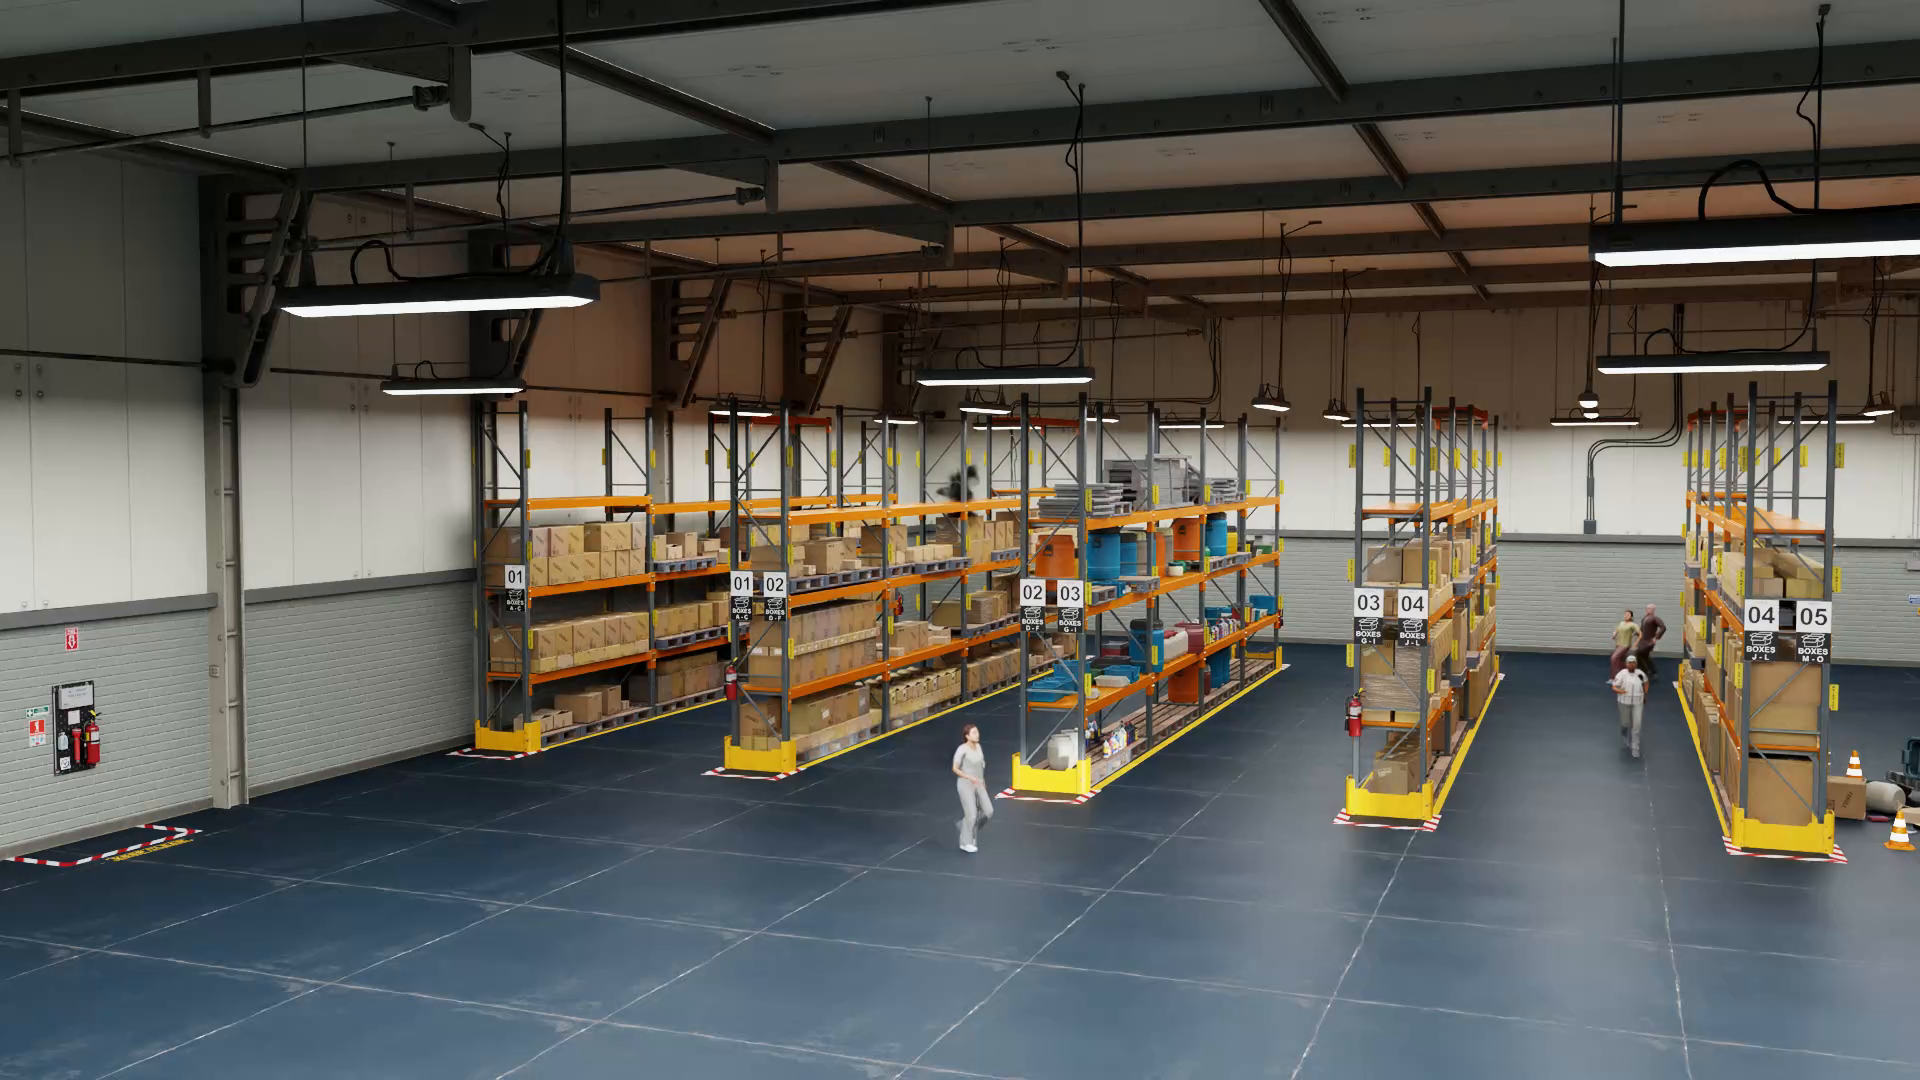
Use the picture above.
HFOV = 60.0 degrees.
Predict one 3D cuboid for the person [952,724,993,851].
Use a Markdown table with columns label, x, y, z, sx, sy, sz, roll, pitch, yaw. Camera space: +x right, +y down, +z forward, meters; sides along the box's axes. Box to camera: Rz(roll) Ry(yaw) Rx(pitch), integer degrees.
| label | x | y | z | sx | sy | sz | roll | pitch | yaw |
| --- | --- | --- | --- | --- | --- | --- | --- | --- | --- |
| person | 0.156 | 3.151 | 21.147 | 0.578 | 1.633 | 0.549 | -3 | 4 | -43 |

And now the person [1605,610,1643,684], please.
| label | x | y | z | sx | sy | sz | roll | pitch | yaw |
| --- | --- | --- | --- | --- | --- | --- | --- | --- | --- |
| person | 14.761 | 2.389 | 37.058 | 0.702 | 1.673 | 0.618 | -1 | 3 | -17 |

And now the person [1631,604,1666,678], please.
| label | x | y | z | sx | sy | sz | roll | pitch | yaw |
| --- | --- | --- | --- | --- | --- | --- | --- | --- | --- |
| person | 15.534 | 2.323 | 37.524 | 0.683 | 1.776 | 0.772 | 0 | 3 | 1 |

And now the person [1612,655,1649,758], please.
| label | x | y | z | sx | sy | sz | roll | pitch | yaw |
| --- | --- | --- | --- | --- | --- | --- | --- | --- | --- |
| person | 11.386 | 2.791 | 28.212 | 0.609 | 1.667 | 0.875 | 1 | 3 | 16 |
